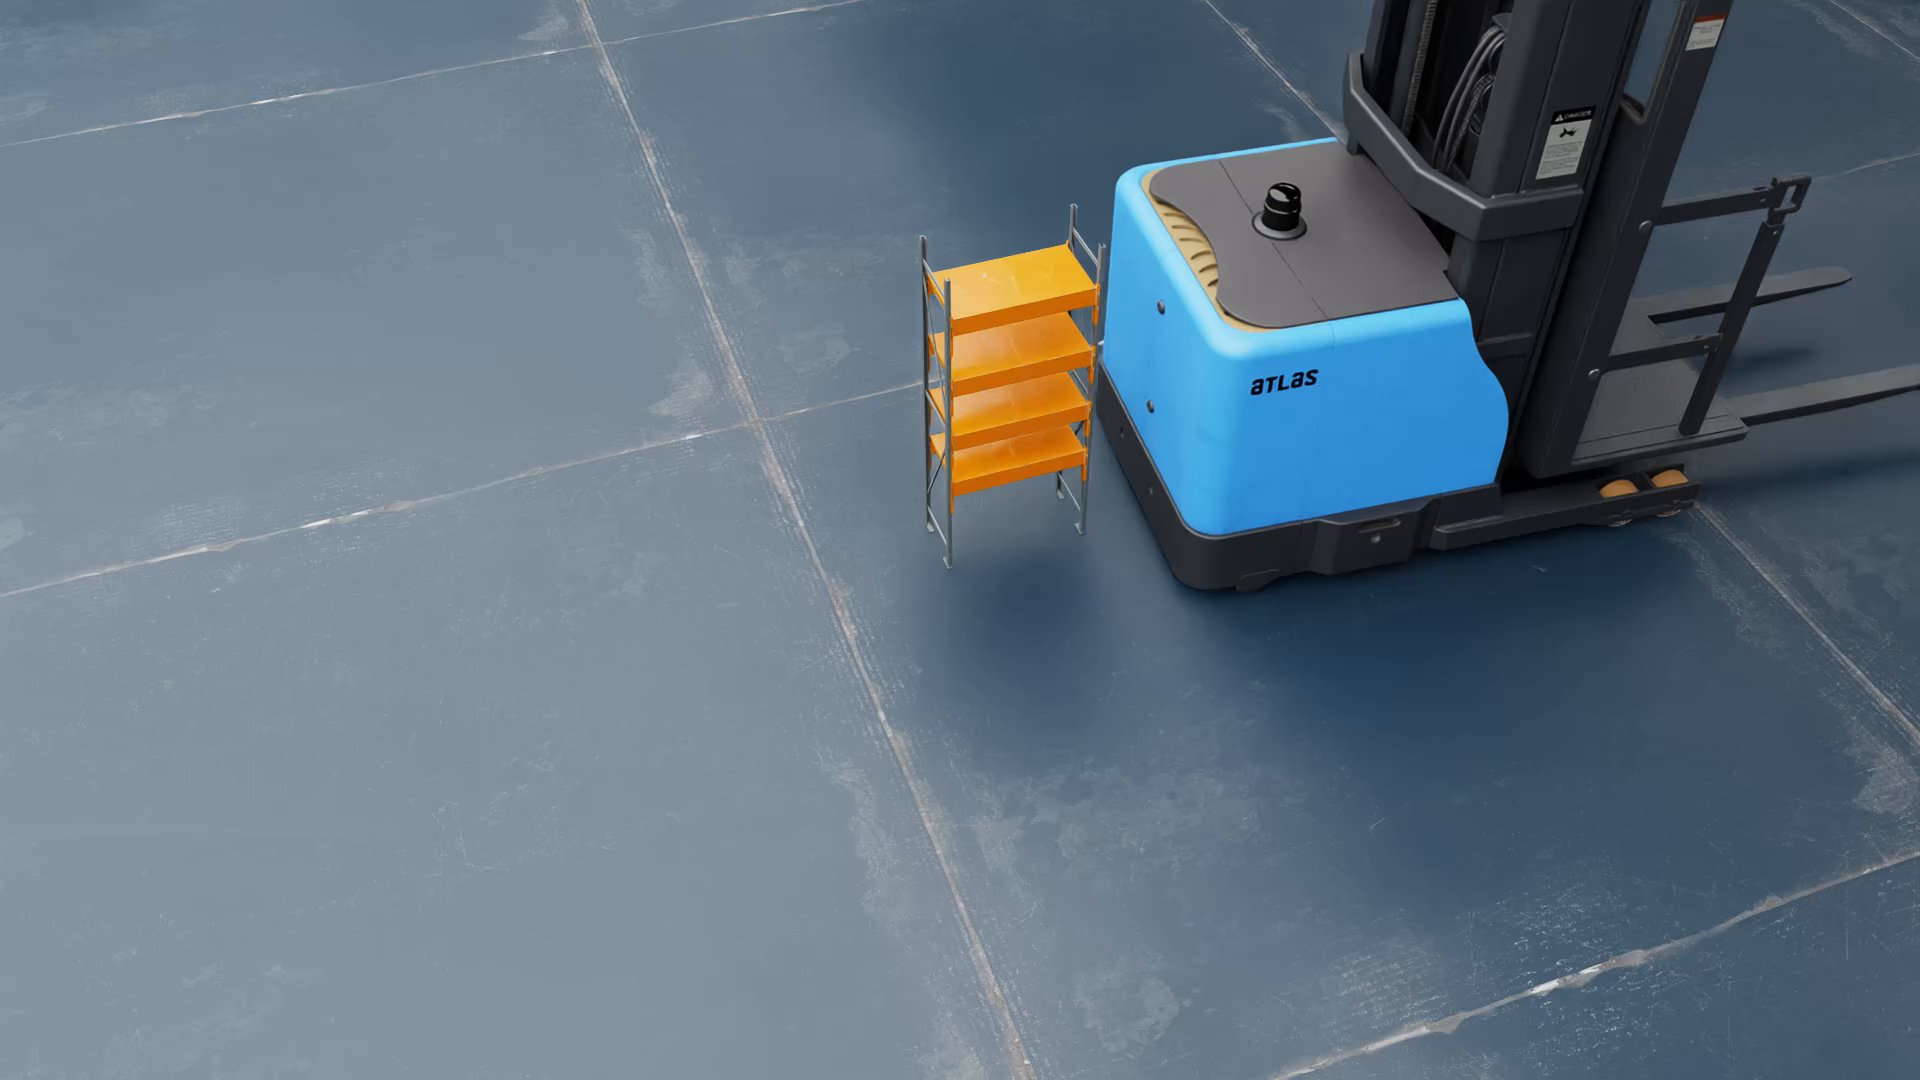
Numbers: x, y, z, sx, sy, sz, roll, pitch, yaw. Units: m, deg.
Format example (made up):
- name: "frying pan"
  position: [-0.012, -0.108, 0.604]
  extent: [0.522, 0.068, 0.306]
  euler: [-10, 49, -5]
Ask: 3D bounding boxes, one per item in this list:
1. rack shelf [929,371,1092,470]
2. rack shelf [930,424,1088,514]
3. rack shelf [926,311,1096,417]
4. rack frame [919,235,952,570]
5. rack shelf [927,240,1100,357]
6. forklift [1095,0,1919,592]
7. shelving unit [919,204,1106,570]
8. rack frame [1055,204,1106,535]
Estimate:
- name: "rack shelf"
  position: [0.156, -0.416, 5.412]
  extent: [0.480, 0.148, 0.258]
  euler: [-14, 47, -14]
- name: "rack shelf"
  position: [0.156, -0.276, 5.553]
  extent: [0.480, 0.148, 0.258]
  euler: [-14, 47, -14]
- name: "rack shelf"
  position: [0.156, -0.574, 5.254]
  extent: [0.480, 0.148, 0.258]
  euler: [-14, 47, -14]
- name: "rack frame"
  position: [-0.074, -0.405, 5.306]
  extent: [0.015, 1.200, 0.240]
  euler: [-14, 47, -14]
- name: "rack shelf"
  position: [0.156, -0.741, 5.086]
  extent: [0.480, 0.148, 0.258]
  euler: [-14, 47, -14]
- name: "forklift"
  position: [2.072, -1.435, 5.110]
  extent: [3.031, 2.935, 1.130]
  euler: [-11, 46, -10]
- name: "shelving unit"
  position: [0.156, -0.463, 5.365]
  extent: [0.503, 1.200, 0.258]
  euler: [-14, 47, -14]
- name: "rack frame"
  position: [0.385, -0.522, 5.423]
  extent: [0.015, 1.200, 0.240]
  euler: [-14, 47, -14]
